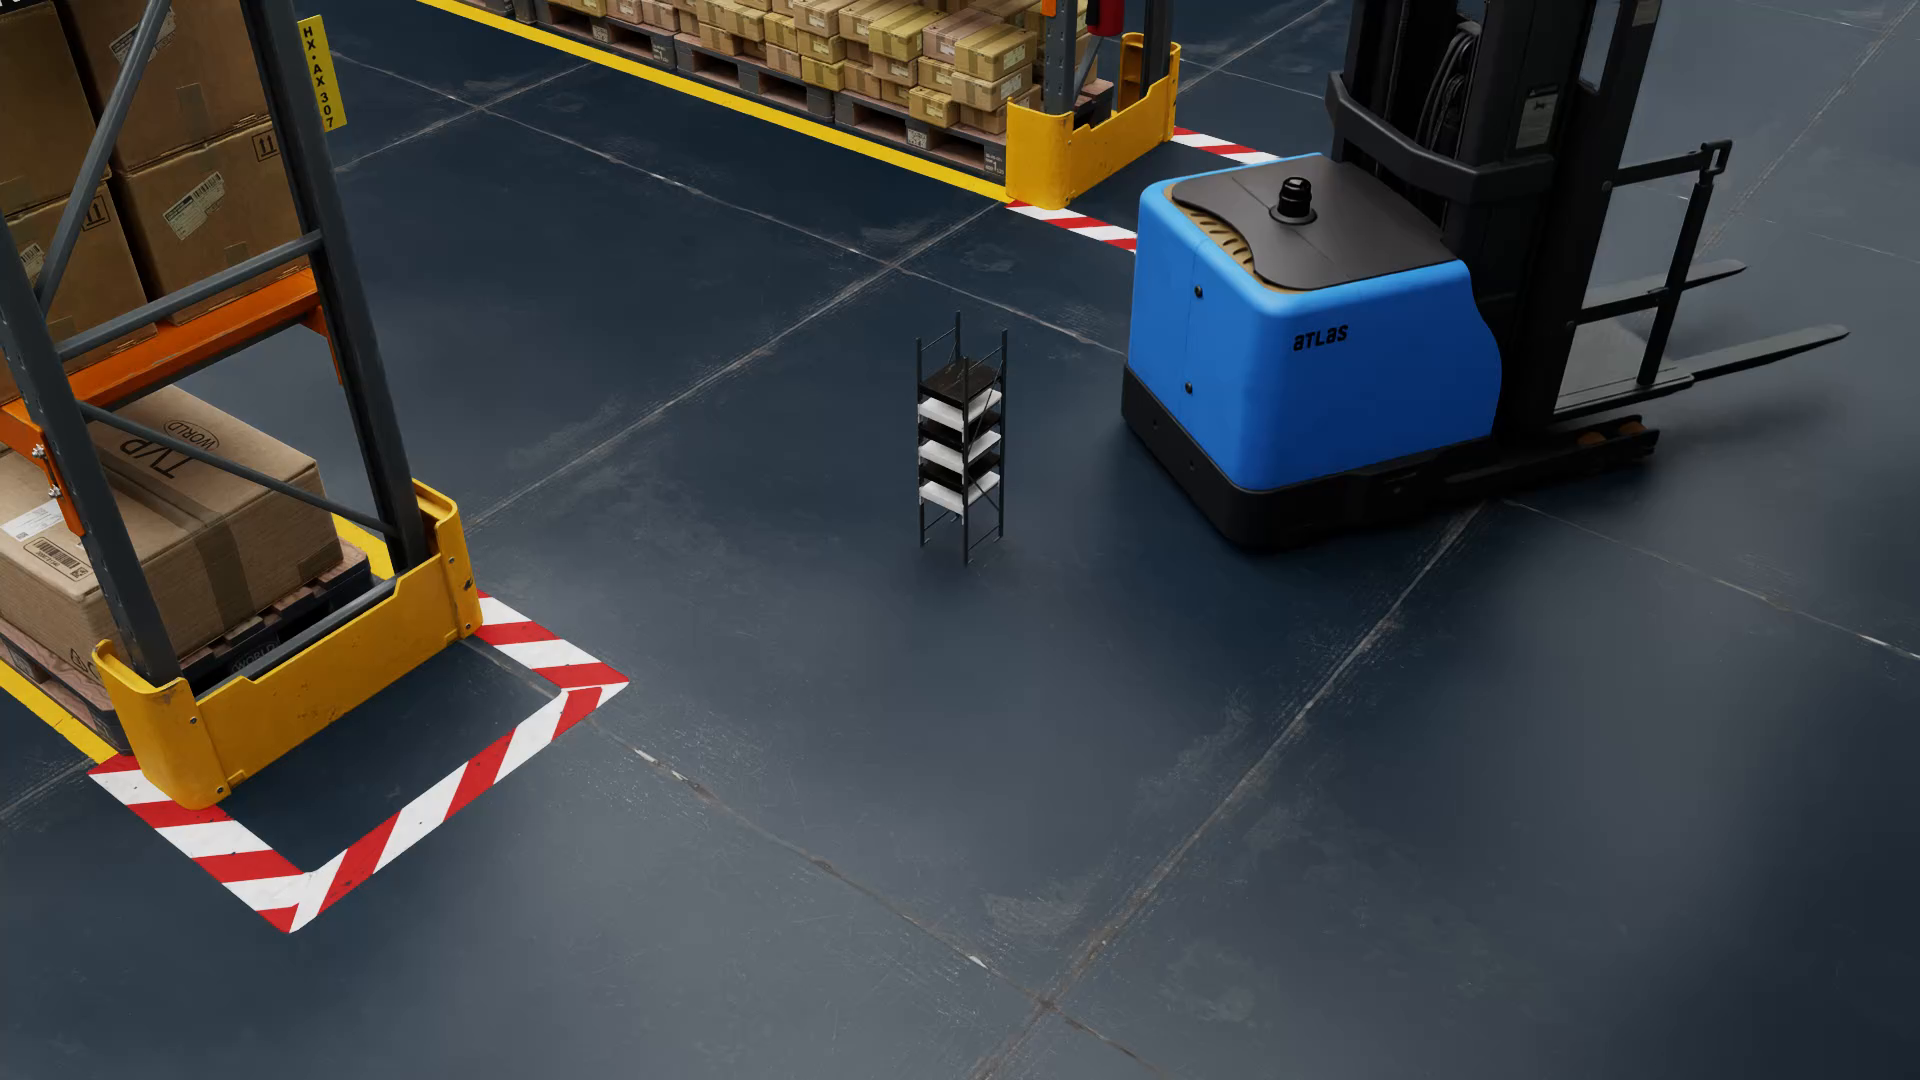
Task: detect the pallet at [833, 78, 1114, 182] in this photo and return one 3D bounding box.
[{"bbox_3d":[0.073,-2.396,9.139,1.213,0.211,1.003,25,45,29],"label":"pallet"}]

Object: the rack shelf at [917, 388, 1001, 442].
[{"bbox_3d":[0.006,-0.467,5.878,0.200,0.077,0.258,25,45,29],"label":"rack shelf"}]

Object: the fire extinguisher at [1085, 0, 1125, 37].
[{"bbox_3d":[0.677,-2.646,7.562,0.183,0.674,0.296,25,45,29],"label":"fire extinguisher"}]

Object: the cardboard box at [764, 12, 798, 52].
[{"bbox_3d":[-0.860,-2.848,9.185,0.250,0.149,0.380,28,46,31],"label":"cardboard box"}]

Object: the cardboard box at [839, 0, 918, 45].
[{"bbox_3d":[-0.432,-2.780,8.857,0.250,0.149,0.380,23,44,27],"label":"cardboard box"}]

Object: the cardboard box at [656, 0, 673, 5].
[{"bbox_3d":[-1.642,-3.283,9.740,0.250,0.149,0.380,23,44,26],"label":"cardboard box"}]

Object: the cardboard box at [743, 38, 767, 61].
[{"bbox_3d":[-1.015,-2.864,9.447,0.250,0.149,0.380,27,45,30],"label":"cardboard box"}]

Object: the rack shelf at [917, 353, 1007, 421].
[{"bbox_3d":[0.006,-0.538,5.823,0.200,0.077,0.258,25,45,29],"label":"rack shelf"}]

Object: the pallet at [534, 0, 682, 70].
[{"bbox_3d":[-1.865,-3.310,10.306,1.213,0.211,1.003,25,45,29],"label":"pallet"}]

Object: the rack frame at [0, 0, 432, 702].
[{"bbox_3d":[-2.169,-0.682,4.688,0.127,3.000,1.000,25,45,29],"label":"rack frame"}]

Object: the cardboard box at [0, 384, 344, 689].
[{"bbox_3d":[-2.754,-0.037,5.602,0.875,0.438,0.875,24,44,27],"label":"cardboard box"}]

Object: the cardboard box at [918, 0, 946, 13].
[{"bbox_3d":[-0.114,-3.037,9.186,0.250,0.149,0.380,23,44,27],"label":"cardboard box"}]

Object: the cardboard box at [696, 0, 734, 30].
[{"bbox_3d":[-1.276,-3.042,9.433,0.250,0.149,0.380,25,44,28],"label":"cardboard box"}]

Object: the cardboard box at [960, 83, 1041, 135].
[{"bbox_3d":[0.213,-2.282,8.703,0.250,0.149,0.380,26,45,29],"label":"cardboard box"}]

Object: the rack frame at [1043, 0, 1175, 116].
[{"bbox_3d":[0.758,-3.144,7.832,0.127,3.000,1.000,25,45,29],"label":"rack frame"}]

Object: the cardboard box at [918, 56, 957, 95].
[{"bbox_3d":[-0.010,-2.486,8.723,0.250,0.149,0.380,24,44,28],"label":"cardboard box"}]

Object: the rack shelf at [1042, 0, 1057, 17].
[{"bbox_3d":[-0.831,-3.610,9.011,4.000,0.370,1.077,25,45,29],"label":"rack shelf"}]

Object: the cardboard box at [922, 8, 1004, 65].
[{"bbox_3d":[0.018,-2.617,8.649,0.250,0.149,0.380,26,45,29],"label":"cardboard box"}]

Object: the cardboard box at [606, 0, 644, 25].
[{"bbox_3d":[-1.885,-3.224,9.906,0.250,0.149,0.380,25,44,28],"label":"cardboard box"}]

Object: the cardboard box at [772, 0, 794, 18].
[{"bbox_3d":[-0.821,-3.007,9.146,0.250,0.149,0.380,24,44,27],"label":"cardboard box"}]

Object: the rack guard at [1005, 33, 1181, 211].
[{"bbox_3d":[0.697,-2.188,8.639,0.348,0.500,1.175,25,45,29],"label":"rack guard"}]

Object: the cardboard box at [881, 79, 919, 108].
[{"bbox_3d":[-0.210,-2.470,8.943,0.250,0.149,0.380,25,44,28],"label":"cardboard box"}]

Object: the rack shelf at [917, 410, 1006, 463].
[{"bbox_3d":[0.006,-0.396,5.934,0.200,0.077,0.258,25,45,29],"label":"rack shelf"}]

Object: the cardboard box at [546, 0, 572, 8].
[{"bbox_3d":[-2.326,-3.391,10.120,0.250,0.149,0.380,23,44,27],"label":"cardboard box"}]

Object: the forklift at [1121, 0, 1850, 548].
[{"bbox_3d":[2.227,-1.702,6.046,3.031,2.935,1.130,-14,40,-17],"label":"forklift"}]

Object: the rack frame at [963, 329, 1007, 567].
[{"bbox_3d":[0.087,-0.313,5.920,0.006,0.900,0.240,25,45,29],"label":"rack frame"}]

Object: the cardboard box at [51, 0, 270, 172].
[{"bbox_3d":[-2.378,-1.435,4.757,0.500,0.500,0.500,24,44,28],"label":"cardboard box"}]

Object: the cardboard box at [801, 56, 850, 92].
[{"bbox_3d":[-0.655,-2.621,9.136,0.250,0.149,0.380,23,44,27],"label":"cardboard box"}]

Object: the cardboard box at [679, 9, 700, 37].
[{"bbox_3d":[-1.418,-3.070,9.709,0.250,0.149,0.380,23,44,27],"label":"cardboard box"}]

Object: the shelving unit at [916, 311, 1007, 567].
[{"bbox_3d":[0.006,-0.351,5.969,0.210,0.900,0.258,25,45,29],"label":"shelving unit"}]

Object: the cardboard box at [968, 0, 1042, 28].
[{"bbox_3d":[0.256,-2.828,8.918,0.250,0.149,0.380,26,45,29],"label":"cardboard box"}]

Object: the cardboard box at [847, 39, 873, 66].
[{"bbox_3d":[-0.400,-2.707,9.004,0.250,0.149,0.380,25,44,28],"label":"cardboard box"}]

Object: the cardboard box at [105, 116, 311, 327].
[{"bbox_3d":[-2.376,-1.042,5.067,0.500,0.500,0.500,25,44,28],"label":"cardboard box"}]
